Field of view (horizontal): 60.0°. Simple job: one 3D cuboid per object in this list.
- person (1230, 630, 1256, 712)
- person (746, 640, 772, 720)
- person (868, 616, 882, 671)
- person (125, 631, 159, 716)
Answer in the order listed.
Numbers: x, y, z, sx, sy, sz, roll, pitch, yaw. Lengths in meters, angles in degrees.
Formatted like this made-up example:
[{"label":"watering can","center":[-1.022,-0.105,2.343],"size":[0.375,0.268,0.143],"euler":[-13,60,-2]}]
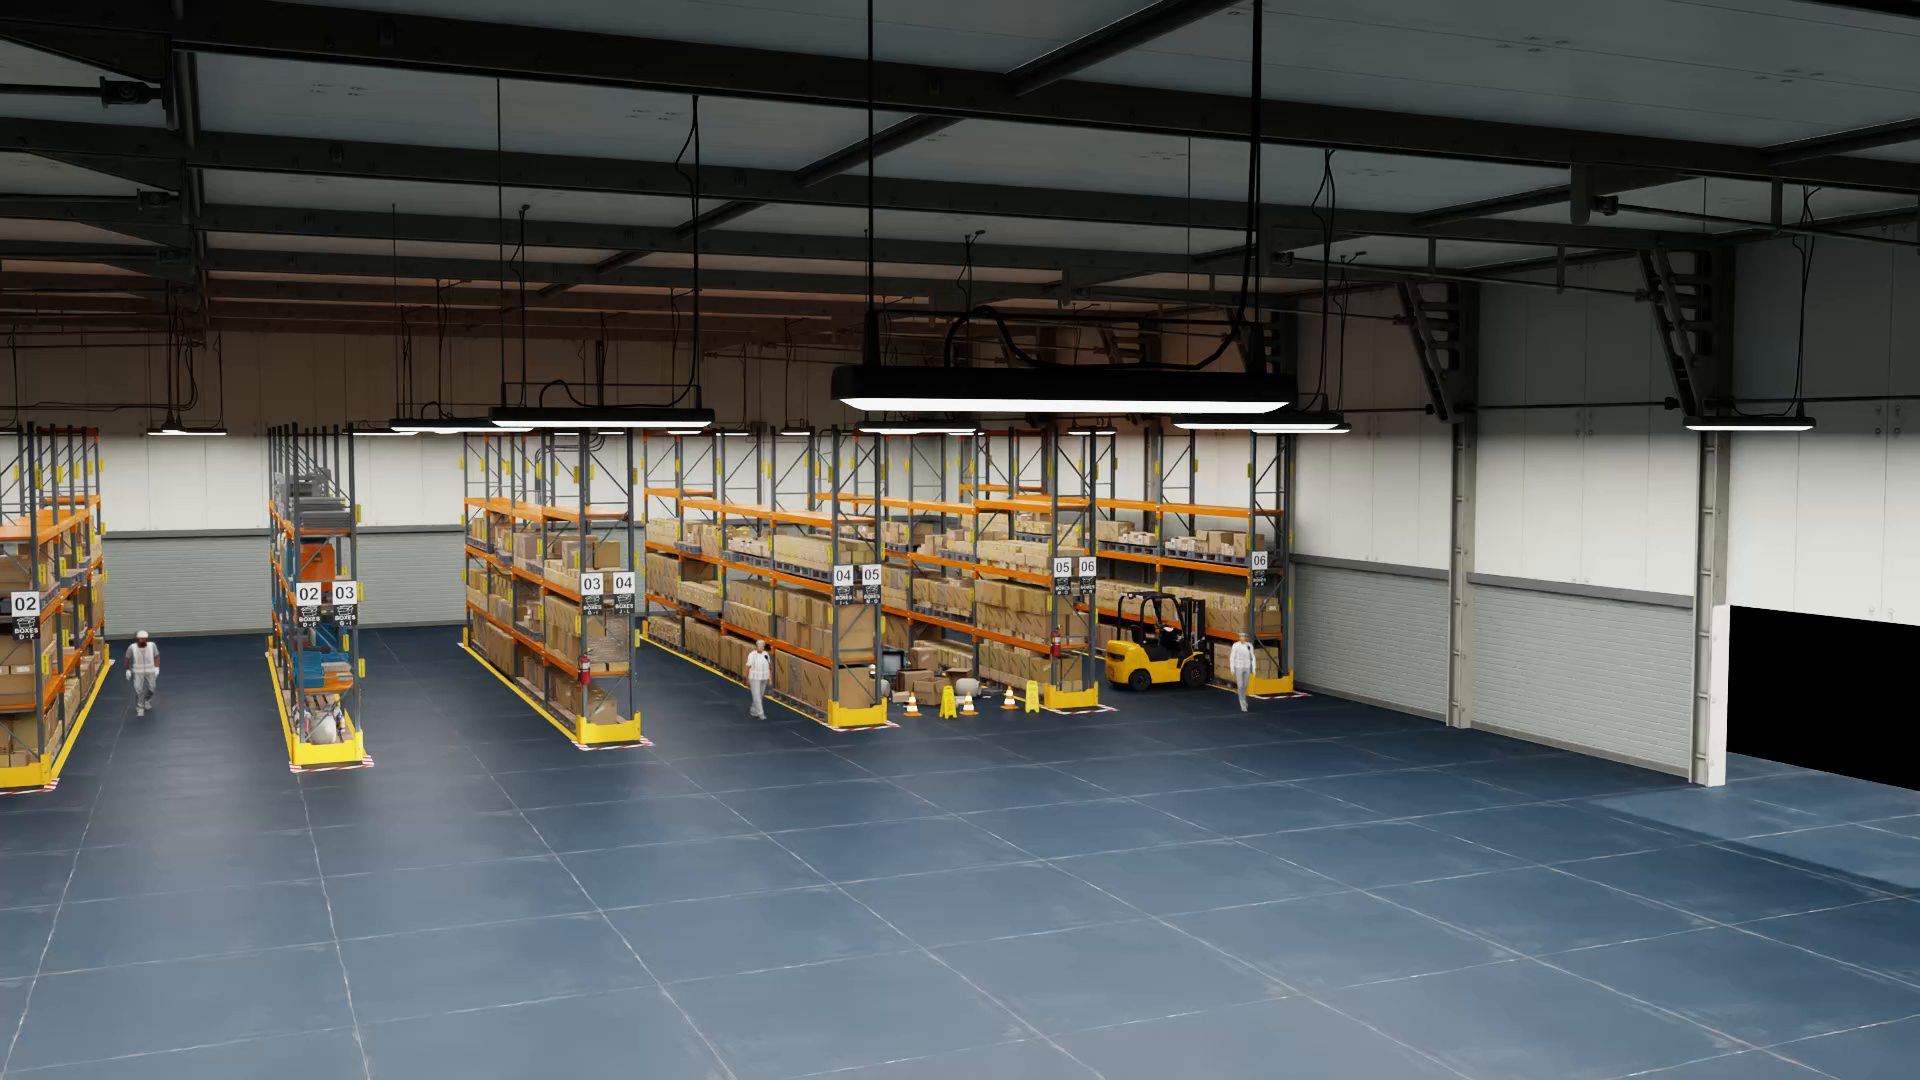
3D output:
[{"label":"person","center":[5.988,2.757,35.179],"size":[0.487,1.724,0.711],"euler":[0,3,-3]},{"label":"person","center":[-4.059,2.829,33.808],"size":[0.526,1.609,0.990],"euler":[-3,5,-41]},{"label":"person","center":[-2.107,2.386,40.815],"size":[0.487,1.670,0.464],"euler":[-2,4,-27]},{"label":"person","center":[-16.982,2.741,34.524],"size":[0.642,1.762,0.705],"euler":[-2,4,-34]}]
